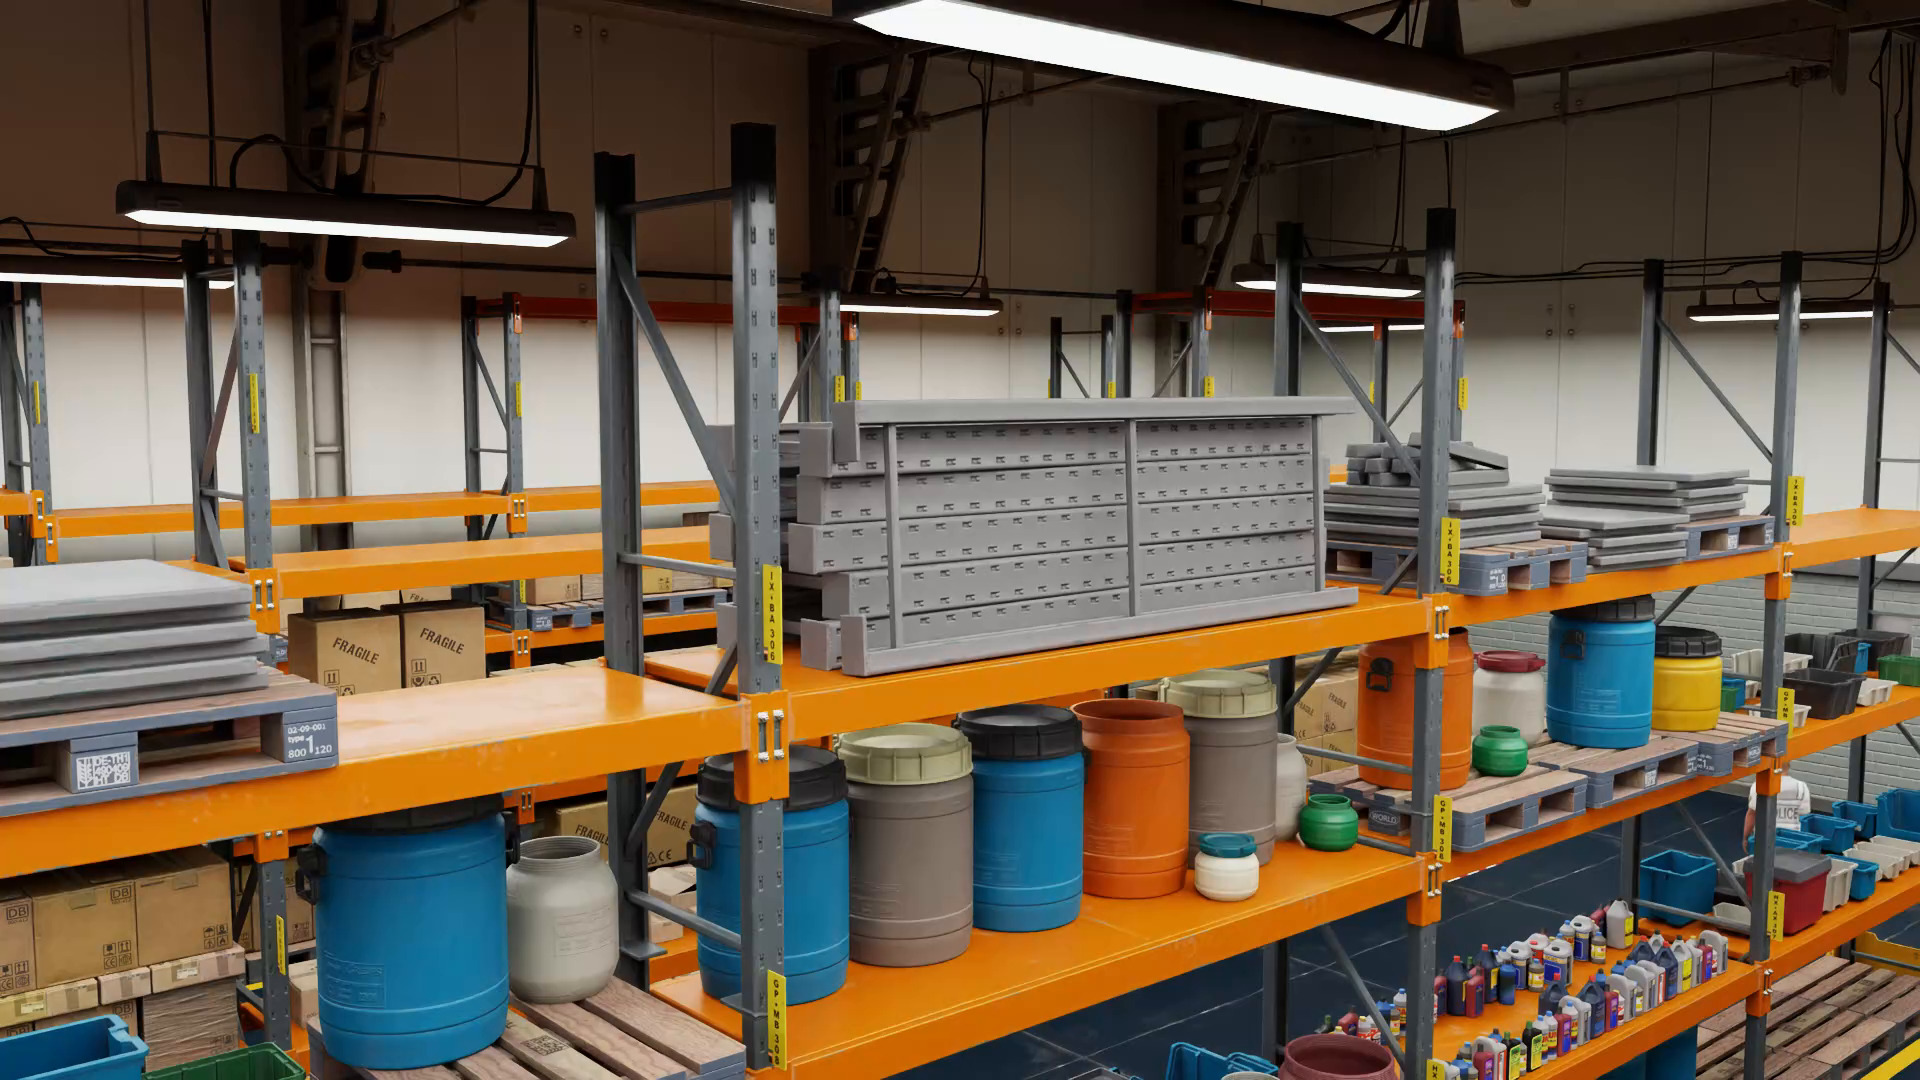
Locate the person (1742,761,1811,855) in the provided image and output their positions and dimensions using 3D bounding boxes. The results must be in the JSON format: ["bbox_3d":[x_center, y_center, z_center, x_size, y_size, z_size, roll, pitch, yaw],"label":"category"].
[{"bbox_3d":[7.668,2.846,15.596,0.608,1.809,0.442,1,5,8],"label":"person"}]
